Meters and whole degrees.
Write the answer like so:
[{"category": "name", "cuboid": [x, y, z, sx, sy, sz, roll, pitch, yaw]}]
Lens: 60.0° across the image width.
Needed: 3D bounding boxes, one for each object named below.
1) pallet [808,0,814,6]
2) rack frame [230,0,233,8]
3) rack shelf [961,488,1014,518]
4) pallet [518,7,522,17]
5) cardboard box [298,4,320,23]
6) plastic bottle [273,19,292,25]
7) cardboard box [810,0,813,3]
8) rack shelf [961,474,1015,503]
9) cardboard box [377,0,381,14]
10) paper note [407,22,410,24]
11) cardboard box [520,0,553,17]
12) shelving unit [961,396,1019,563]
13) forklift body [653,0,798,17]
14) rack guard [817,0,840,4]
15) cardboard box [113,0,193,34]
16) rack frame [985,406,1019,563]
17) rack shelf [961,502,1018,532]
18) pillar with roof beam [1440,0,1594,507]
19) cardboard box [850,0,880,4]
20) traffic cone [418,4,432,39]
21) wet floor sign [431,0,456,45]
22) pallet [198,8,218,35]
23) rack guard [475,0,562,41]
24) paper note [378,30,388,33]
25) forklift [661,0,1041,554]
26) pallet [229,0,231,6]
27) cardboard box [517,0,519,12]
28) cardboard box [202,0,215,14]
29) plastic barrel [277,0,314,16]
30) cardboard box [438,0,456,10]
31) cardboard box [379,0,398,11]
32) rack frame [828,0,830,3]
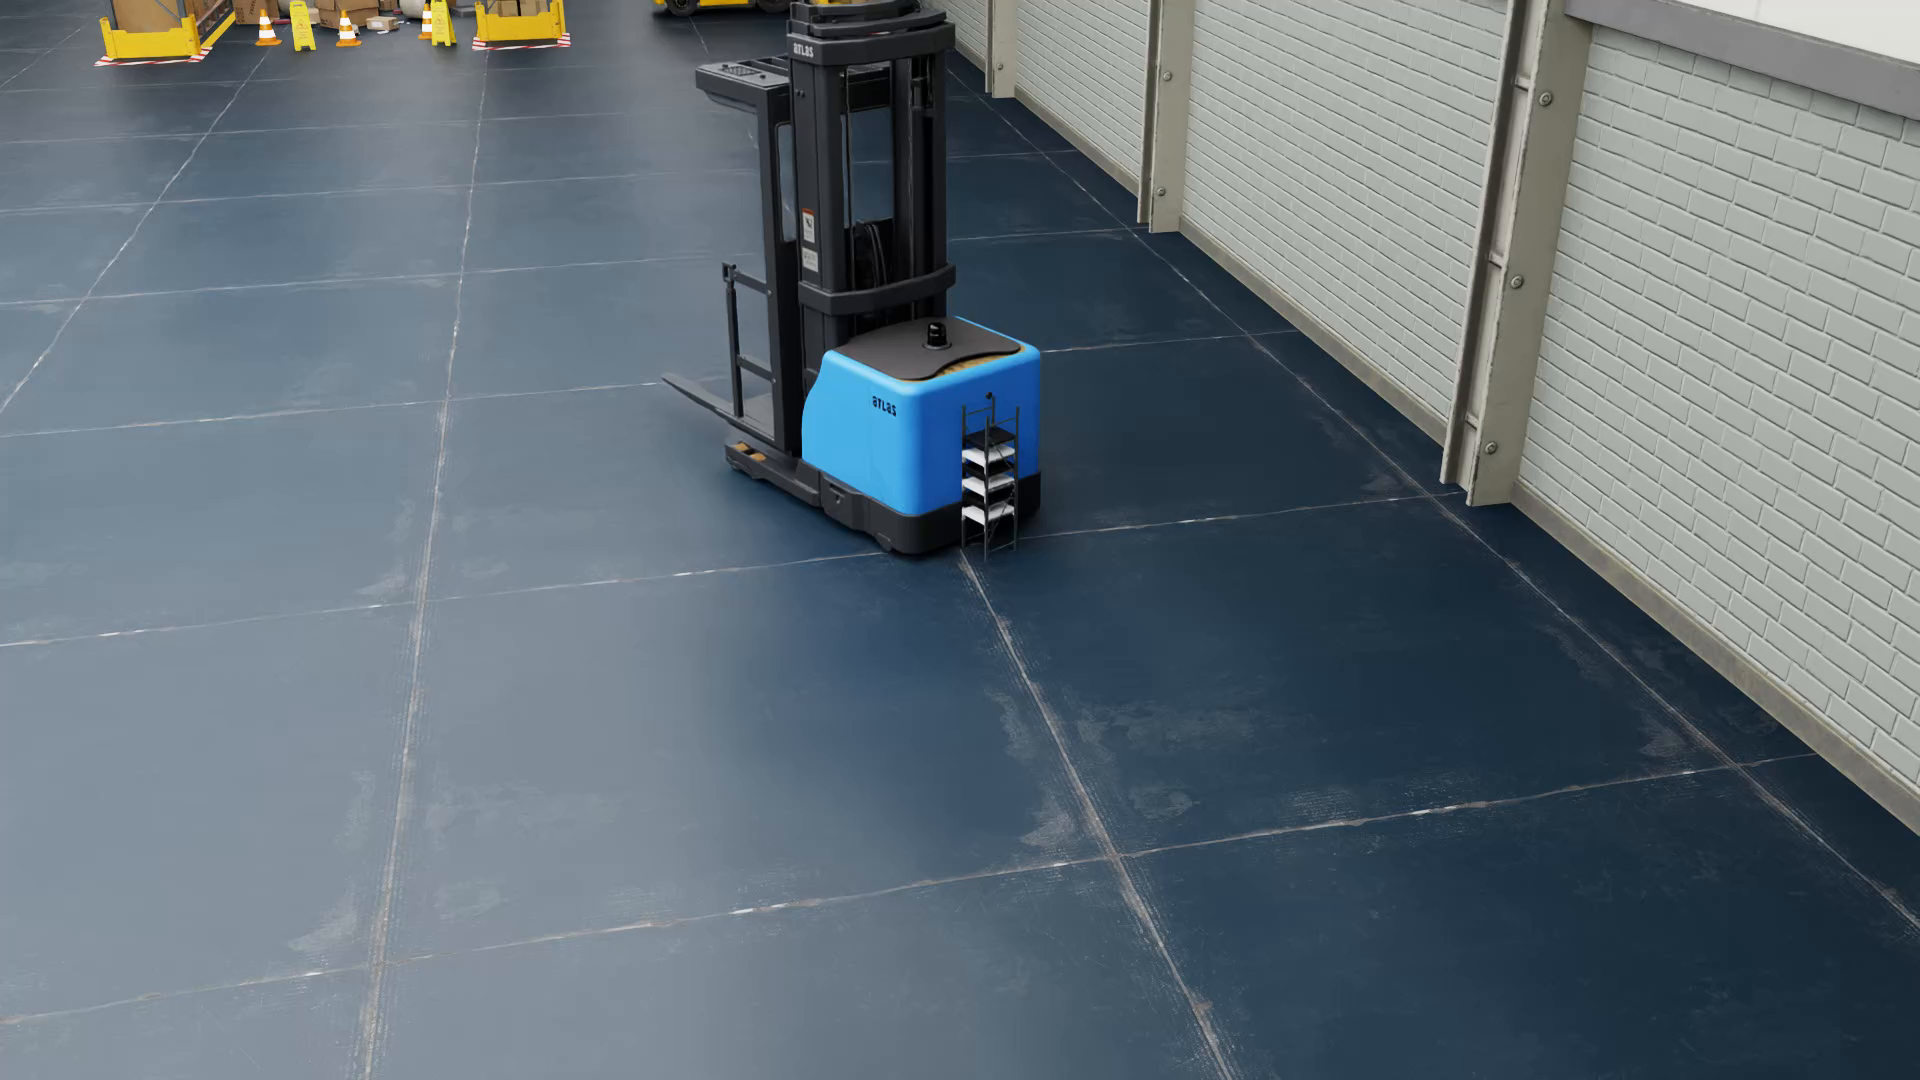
[{"category": "pallet", "cuboid": [-1.772, -8.237, 25.836, 1.003, 0.211, 1.213, -6, 27, -12]}, {"category": "rack frame", "cuboid": [-12.095, -9.854, 25.944, 1.000, 3.000, 0.127, -6, 27, -12]}, {"category": "rack shelf", "cuboid": [0.169, -0.230, 9.481, 0.258, 0.077, 0.200, -21, 33, -35]}, {"category": "pallet", "cuboid": [-6.559, -7.794, 24.957, 1.003, 0.211, 1.213, -6, 27, -12]}, {"category": "cardboard box", "cuboid": [-9.913, -8.066, 25.436, 0.396, 0.266, 0.258, -1, 27, -3]}, {"category": "plastic bottle", "cuboid": [-10.303, -7.896, 25.327, 0.283, 0.061, 0.133, -16, 31, -29]}, {"category": "cardboard box", "cuboid": [-2.075, -8.504, 25.855, 0.500, 0.250, 0.500, -6, 27, -12]}, {"category": "rack shelf", "cuboid": [0.169, -0.311, 9.441, 0.258, 0.077, 0.200, -21, 33, -35]}, {"category": "cardboard box", "cuboid": [-9.475, -8.515, 25.911, 0.797, 0.637, 0.503, -6, 27, -12]}, {"category": "paper note", "cuboid": [-8.413, -7.886, 25.363, 0.032, 0.001, 0.123, -6, 27, -12]}, {"category": "cardboard box", "cuboid": [-6.306, -7.987, 24.831, 0.500, 0.250, 0.500, -6, 27, -12]}, {"category": "shelving unit", "cuboid": [0.169, -0.340, 9.426, 0.258, 0.900, 0.210, -21, 33, -35]}, {"category": "forklift body", "cuboid": [-3.763, -9.419, 26.024, 2.313, 2.155, 1.214, -6, 27, -12]}, {"category": "rack guard", "cuboid": [-1.553, -8.024, 25.093, 1.175, 0.500, 0.348, -6, 27, -12]}, {"category": "cardboard box", "cuboid": [-11.411, -7.628, 23.426, 0.875, 0.875, 0.875, -6, 27, -11]}, {"category": "rack frame", "cuboid": [0.234, -0.305, 9.356, 0.240, 0.900, 0.006, -21, 33, -35]}, {"category": "rack shelf", "cuboid": [0.169, -0.150, 9.522, 0.258, 0.077, 0.200, -21, 33, -35]}, {"category": "pillar with roof beam", "cuboid": [-0.975, -3.887, 7.464, 9.100, 9.000, 0.400, -6, 27, -12]}, {"category": "cardboard box", "cuboid": [-1.479, -8.346, 25.542, 0.500, 0.250, 0.500, -6, 27, -11]}, {"category": "traffic cone", "cuboid": [-7.747, -7.570, 24.235, 0.336, 0.463, 0.334, -6, 27, -12]}, {"category": "wet floor sign", "cuboid": [-7.393, -7.402, 23.699, 0.267, 0.644, 0.232, 3, 27, 6]}, {"category": "pallet", "cuboid": [-11.721, -7.731, 24.832, 1.003, 0.211, 1.213, -6, 27, -12]}, {"category": "rack guard", "cuboid": [-6.411, -7.562, 24.178, 1.175, 0.500, 0.348, -6, 27, -12]}, {"category": "paper note", "cuboid": [-8.546, -7.532, 24.640, 0.148, 0.019, 0.142, -16, 31, -29]}, {"category": "forklift", "cuboid": [-0.846, -1.819, 10.102, 1.130, 2.935, 3.031, -21, 33, -35]}, {"category": "pallet", "cuboid": [-12.342, -8.940, 27.228, 1.003, 0.211, 1.213, -6, 27, -12]}, {"category": "cardboard box", "cuboid": [-6.947, -8.161, 25.175, 0.500, 0.250, 0.500, -6, 27, -11]}, {"category": "cardboard box", "cuboid": [-11.815, -8.414, 24.984, 0.875, 0.875, 0.875, -6, 27, -11]}, {"category": "plastic barrel", "cuboid": [-10.345, -8.362, 25.847, 0.512, 0.421, 0.421, 13, 30, 24]}, {"category": "cardboard box", "cuboid": [-8.379, -8.678, 26.385, 0.500, 0.500, 0.500, 13, 30, 24]}, {"category": "cardboard box", "cuboid": [-9.202, -8.605, 26.504, 0.396, 0.266, 0.258, 19, 32, 32]}, {"category": "rack frame", "cuboid": [-1.558, -9.151, 24.551, 1.000, 3.000, 0.127, -6, 27, -12]}]
